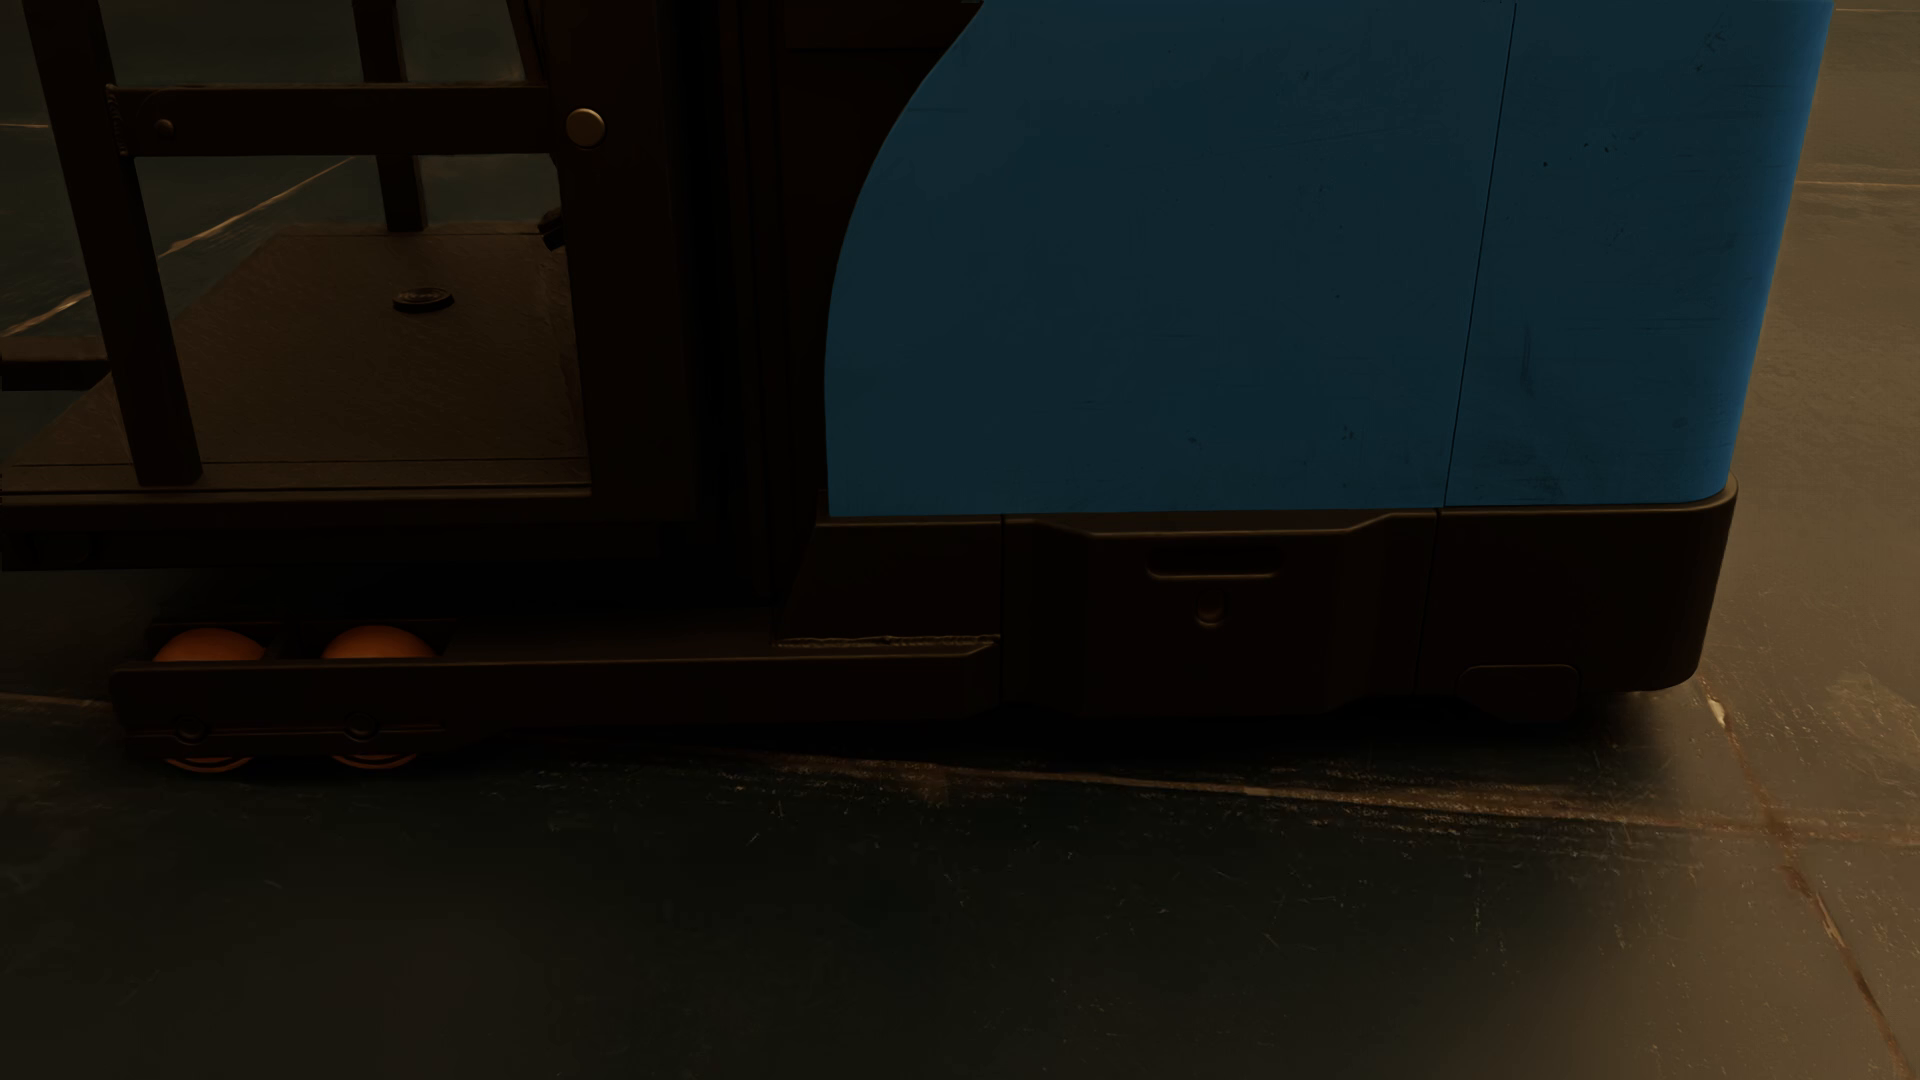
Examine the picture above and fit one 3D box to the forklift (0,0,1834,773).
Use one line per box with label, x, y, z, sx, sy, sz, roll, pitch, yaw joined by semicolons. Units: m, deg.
forklift;-0.617;-1.279;1.781;3.031;2.935;1.130;-1;27;-2
